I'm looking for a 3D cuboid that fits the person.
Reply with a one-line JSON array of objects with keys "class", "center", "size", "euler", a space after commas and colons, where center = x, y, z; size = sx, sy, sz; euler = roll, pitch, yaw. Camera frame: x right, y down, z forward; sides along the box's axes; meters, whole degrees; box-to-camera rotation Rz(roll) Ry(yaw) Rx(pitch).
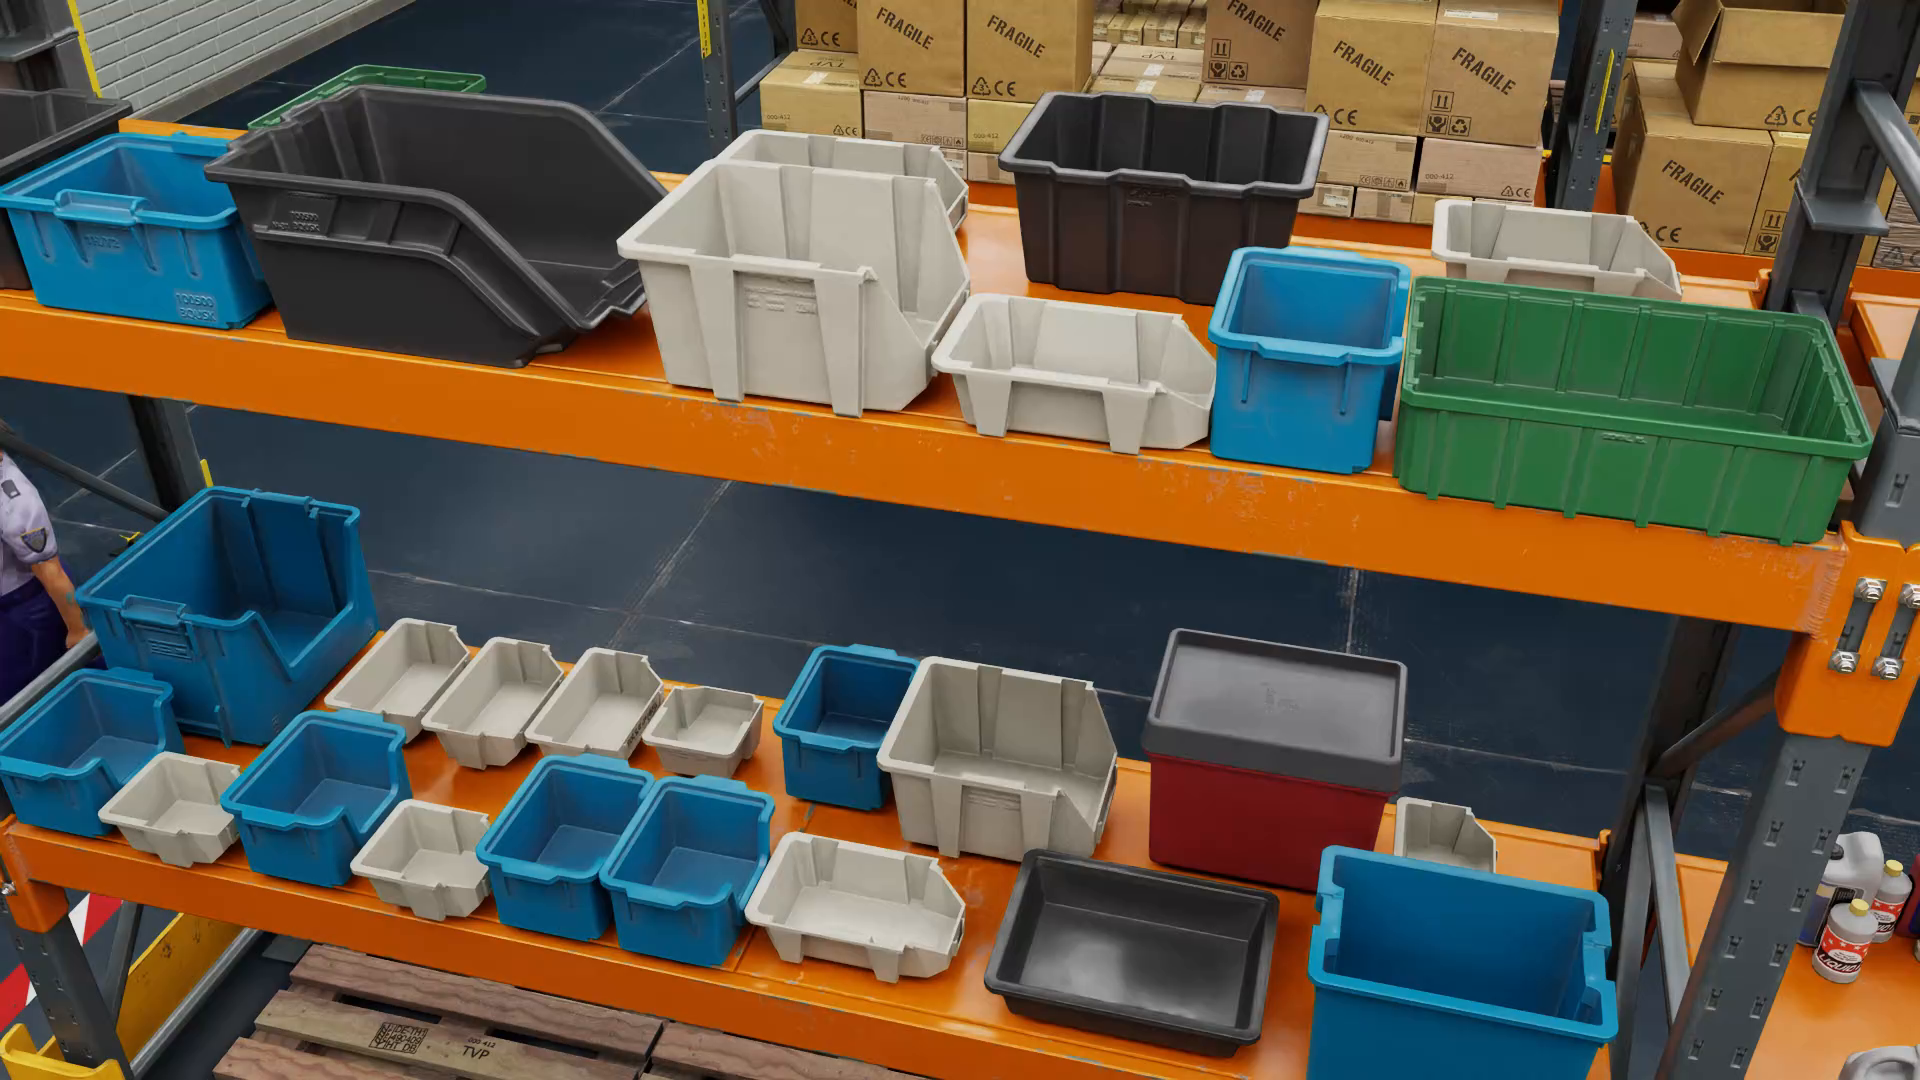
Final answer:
[{"class": "person", "center": [-3.260, 0.202, 5.851], "size": [0.923, 1.600, 0.558], "euler": [-23, 39, -31]}]
